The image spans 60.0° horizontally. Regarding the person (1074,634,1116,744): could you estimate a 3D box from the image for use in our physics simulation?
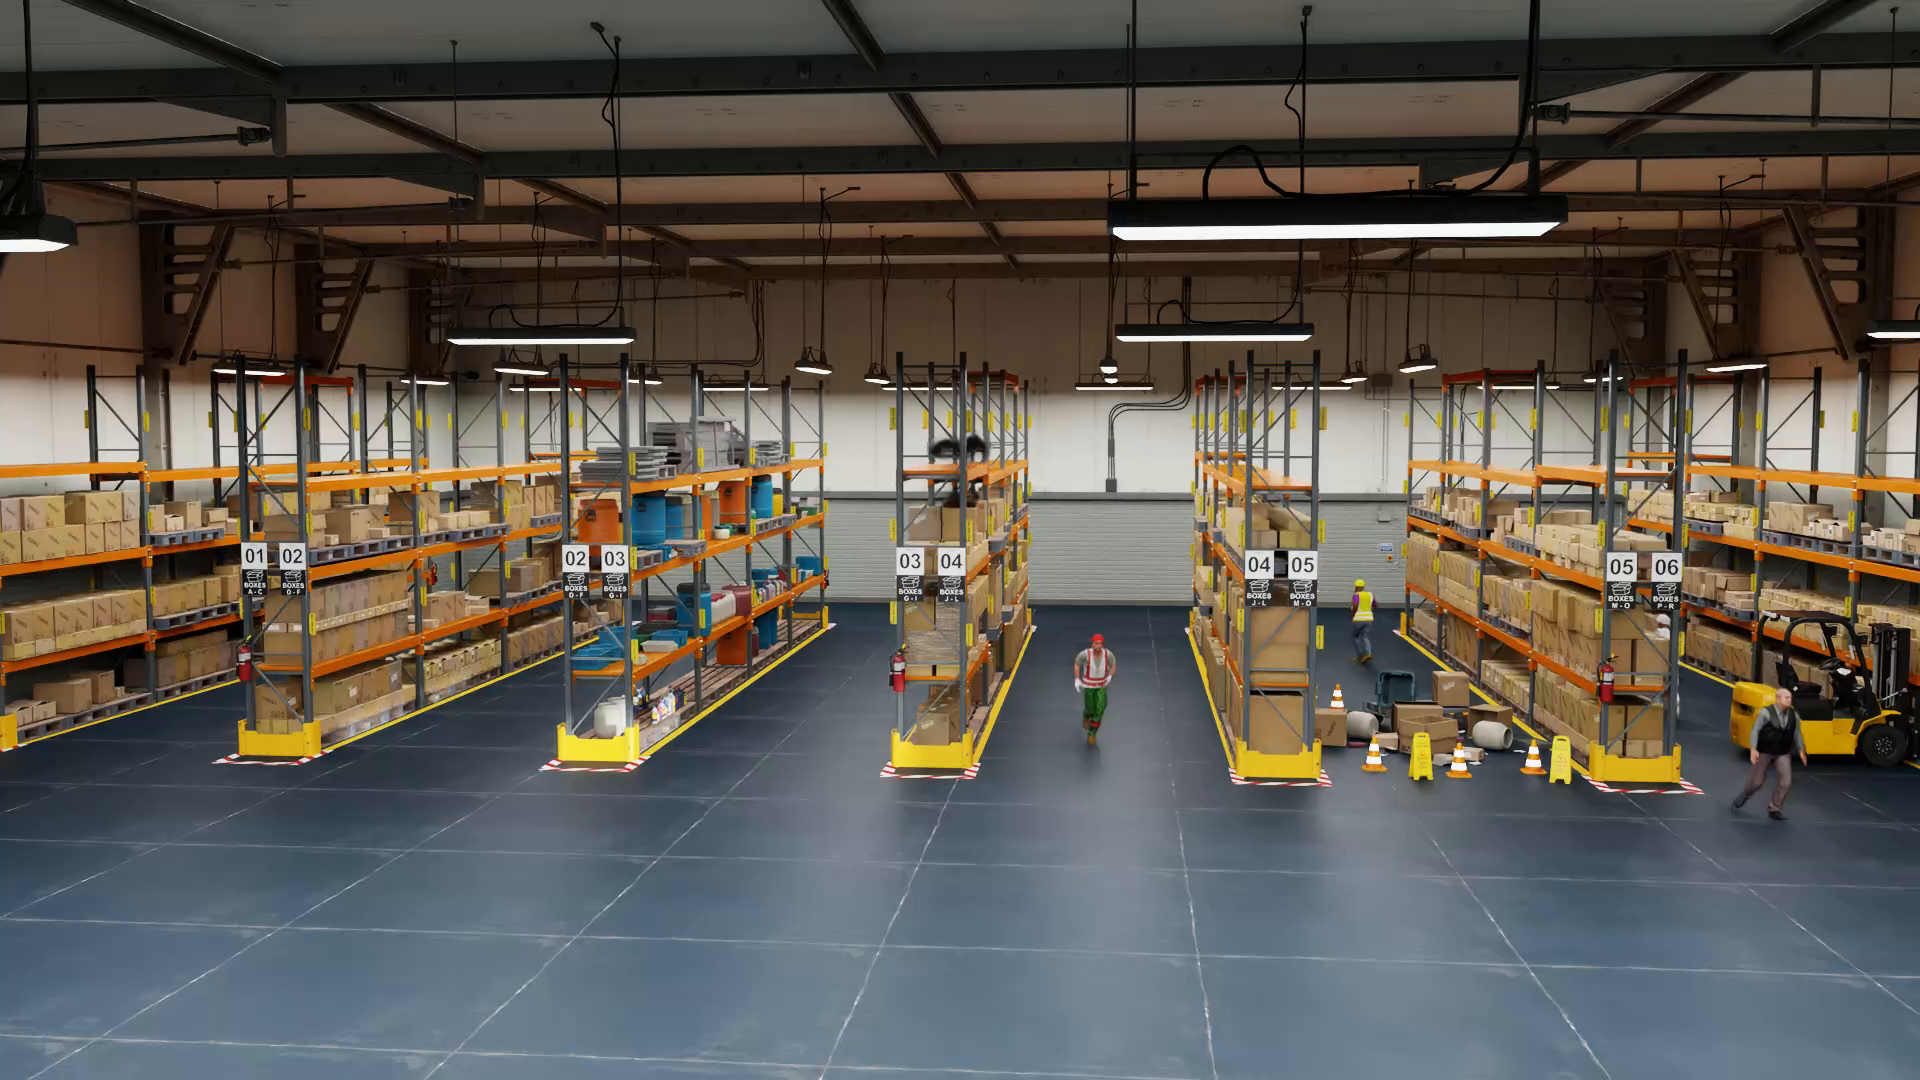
[{"bbox_3d":[2.114,2.303,26.053,0.644,1.717,0.737,-1,4,-13],"label":"person"}]

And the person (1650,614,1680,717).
[{"bbox_3d":[11.950,2.127,28.216,0.620,1.720,0.948,0,4,-2],"label":"person"}]

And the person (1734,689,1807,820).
[{"bbox_3d":[10.287,2.676,21.127,0.699,1.658,0.759,0,4,-5],"label":"person"}]

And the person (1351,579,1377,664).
[{"bbox_3d":[8.366,1.694,34.307,0.665,1.729,0.841,-1,4,-14],"label":"person"}]
